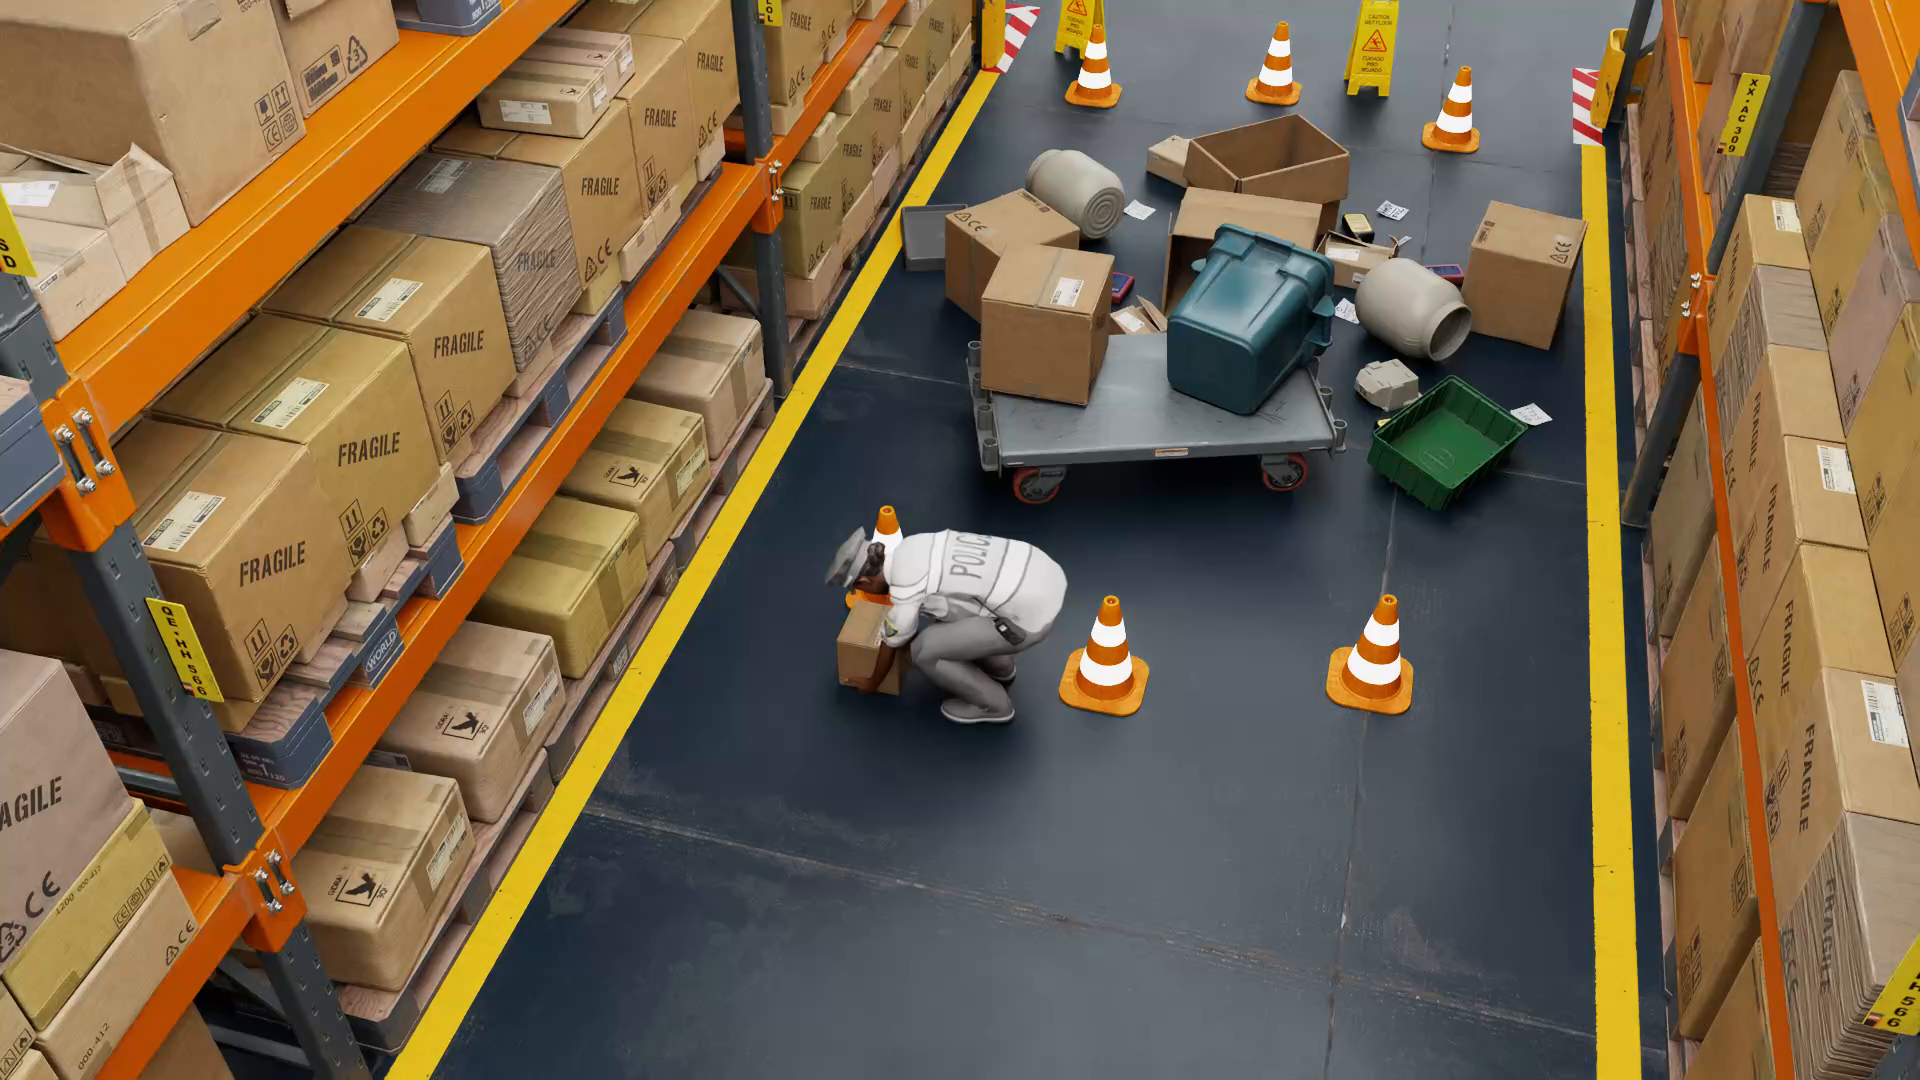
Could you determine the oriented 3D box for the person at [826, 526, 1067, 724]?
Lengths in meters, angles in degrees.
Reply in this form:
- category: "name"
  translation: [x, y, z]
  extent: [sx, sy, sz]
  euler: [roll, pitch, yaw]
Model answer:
- category: "person"
  translation: [-0.061, 0.314, 6.497]
  extent: [0.928, 0.777, 0.453]
  euler: [9, 42, 10]
